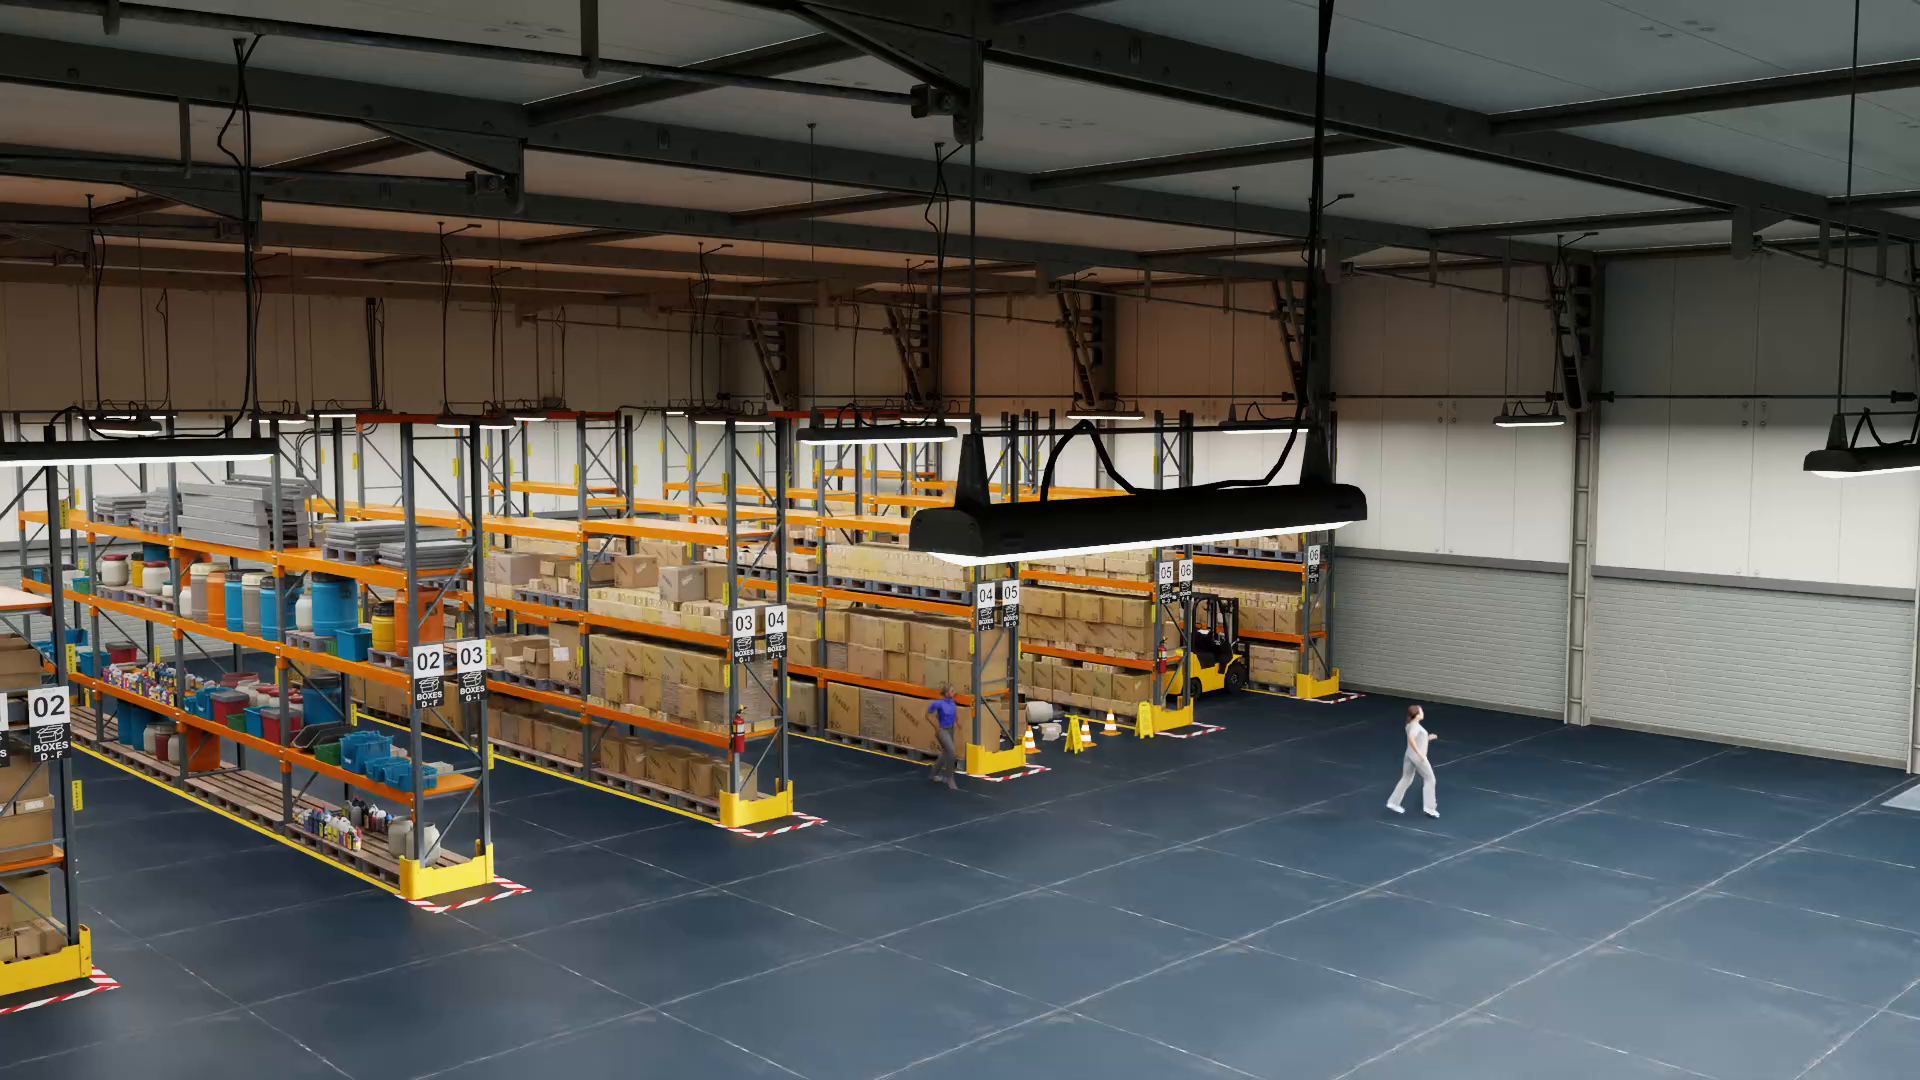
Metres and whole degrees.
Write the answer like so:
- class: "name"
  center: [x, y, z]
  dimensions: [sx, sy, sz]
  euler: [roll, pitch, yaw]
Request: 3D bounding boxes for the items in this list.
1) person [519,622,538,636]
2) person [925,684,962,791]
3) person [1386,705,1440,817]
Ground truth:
- class: "person"
  center: [-10.566, 1.928, 40.817]
  dimensions: [0.564, 1.718, 0.780]
  euler: [1, 5, 15]
- class: "person"
  center: [-0.242, 3.180, 26.974]
  dimensions: [0.719, 1.691, 0.581]
  euler: [4, 6, 36]
- class: "person"
  center: [6.817, 3.319, 24.940]
  dimensions: [0.830, 1.715, 0.541]
  euler: [-1, 5, -15]
